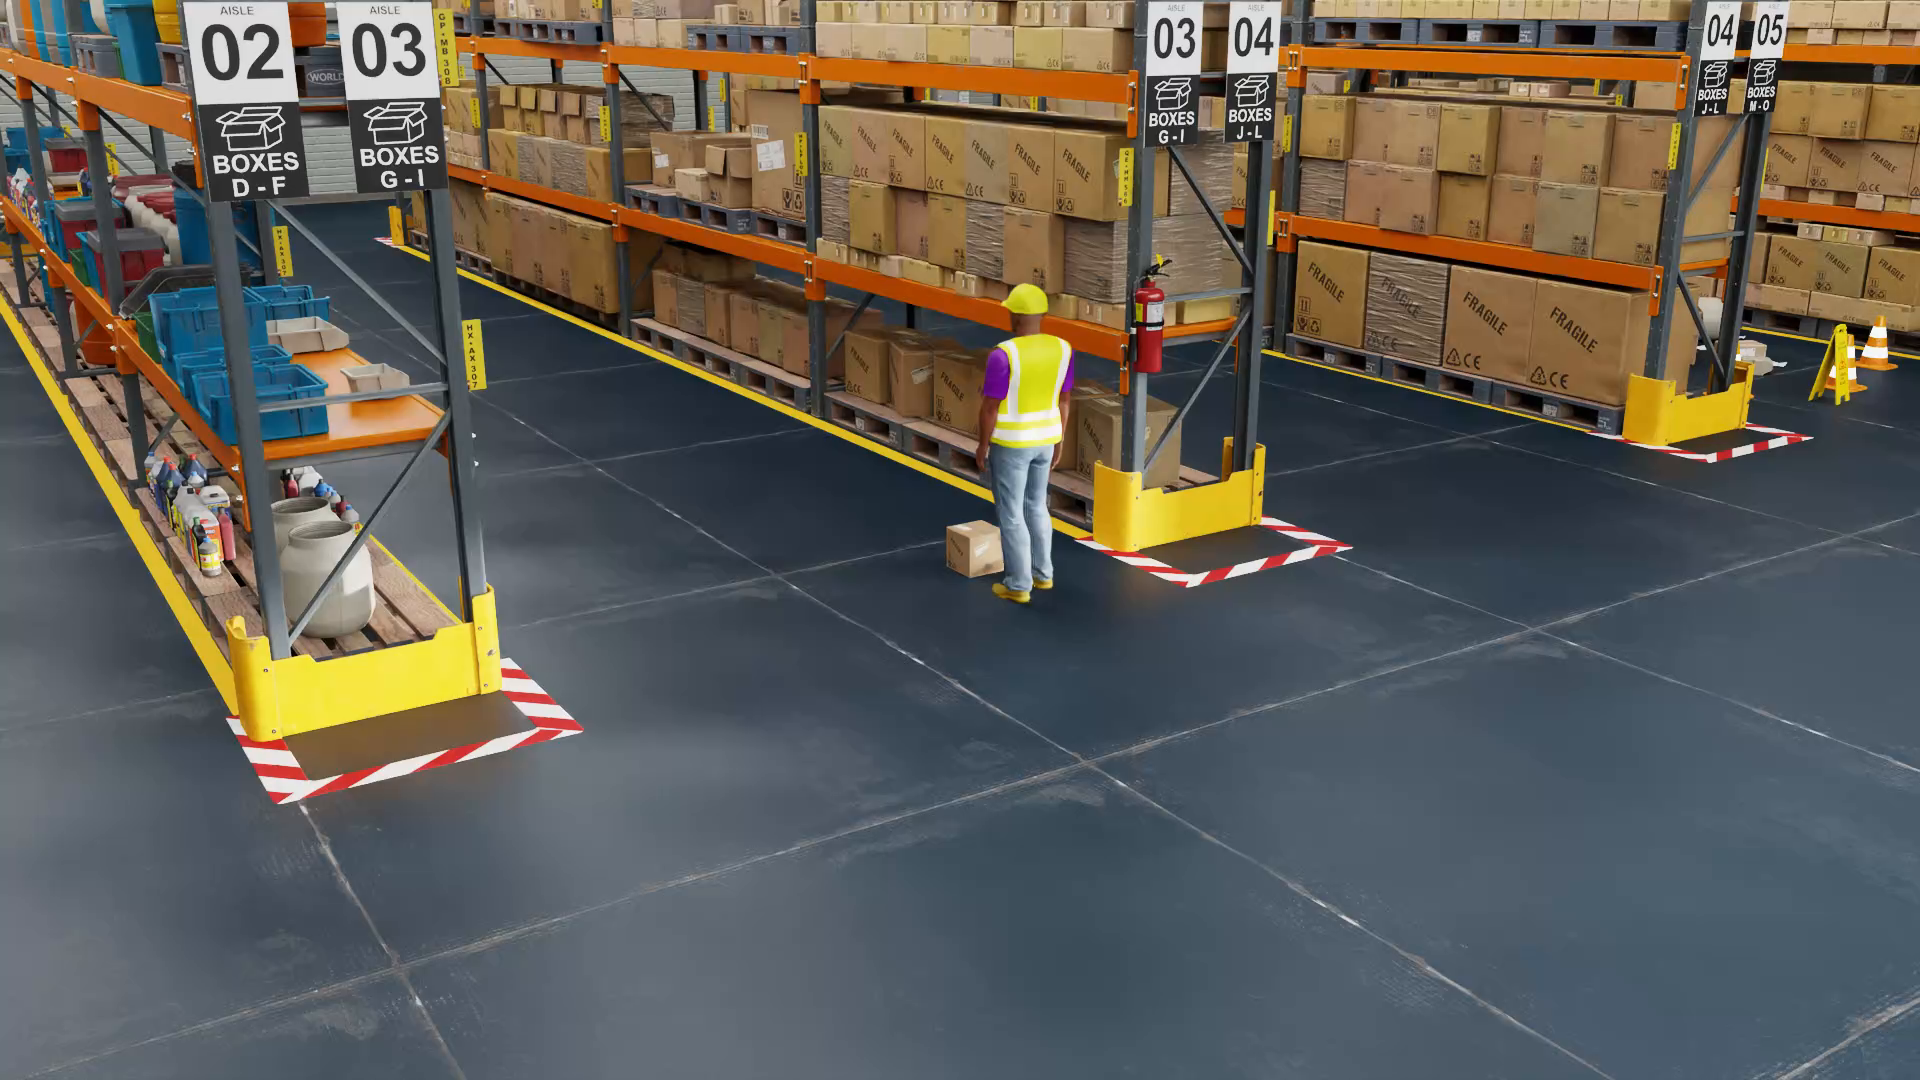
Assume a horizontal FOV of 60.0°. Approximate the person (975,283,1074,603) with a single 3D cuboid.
[{"bbox_3d":[0.336,-0.542,9.226,0.564,1.770,0.437,-11,21,-30],"label":"person"}]
